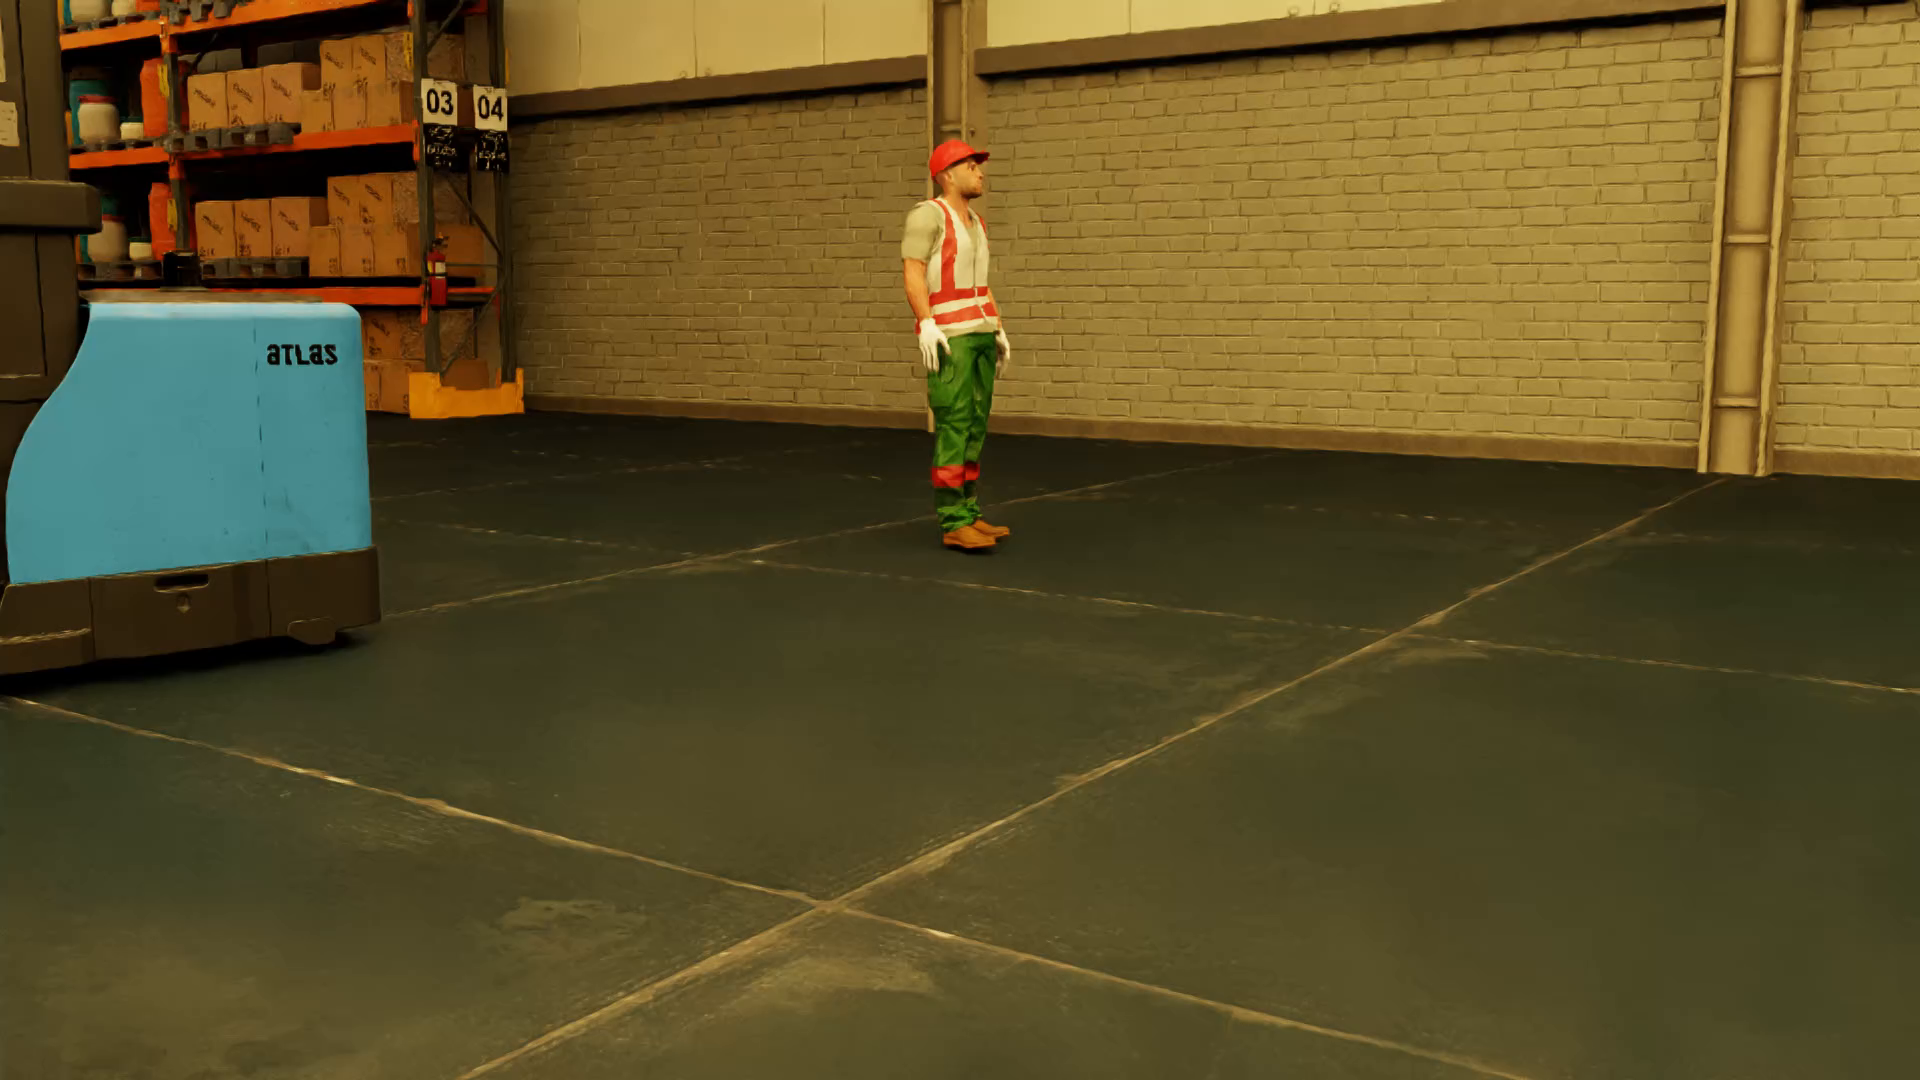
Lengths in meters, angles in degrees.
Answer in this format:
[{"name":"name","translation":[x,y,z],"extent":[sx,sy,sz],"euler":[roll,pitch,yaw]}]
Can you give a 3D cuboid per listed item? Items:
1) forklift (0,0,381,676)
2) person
[{"name":"forklift","translation":[-3.270,-1.031,4.443],"extent":[3.031,2.935,1.130],"euler":[-7,11,-42]},{"name":"person","translation":[0.060,-0.885,7.423],"extent":[0.563,1.787,0.637],"euler":[5,10,34]}]
